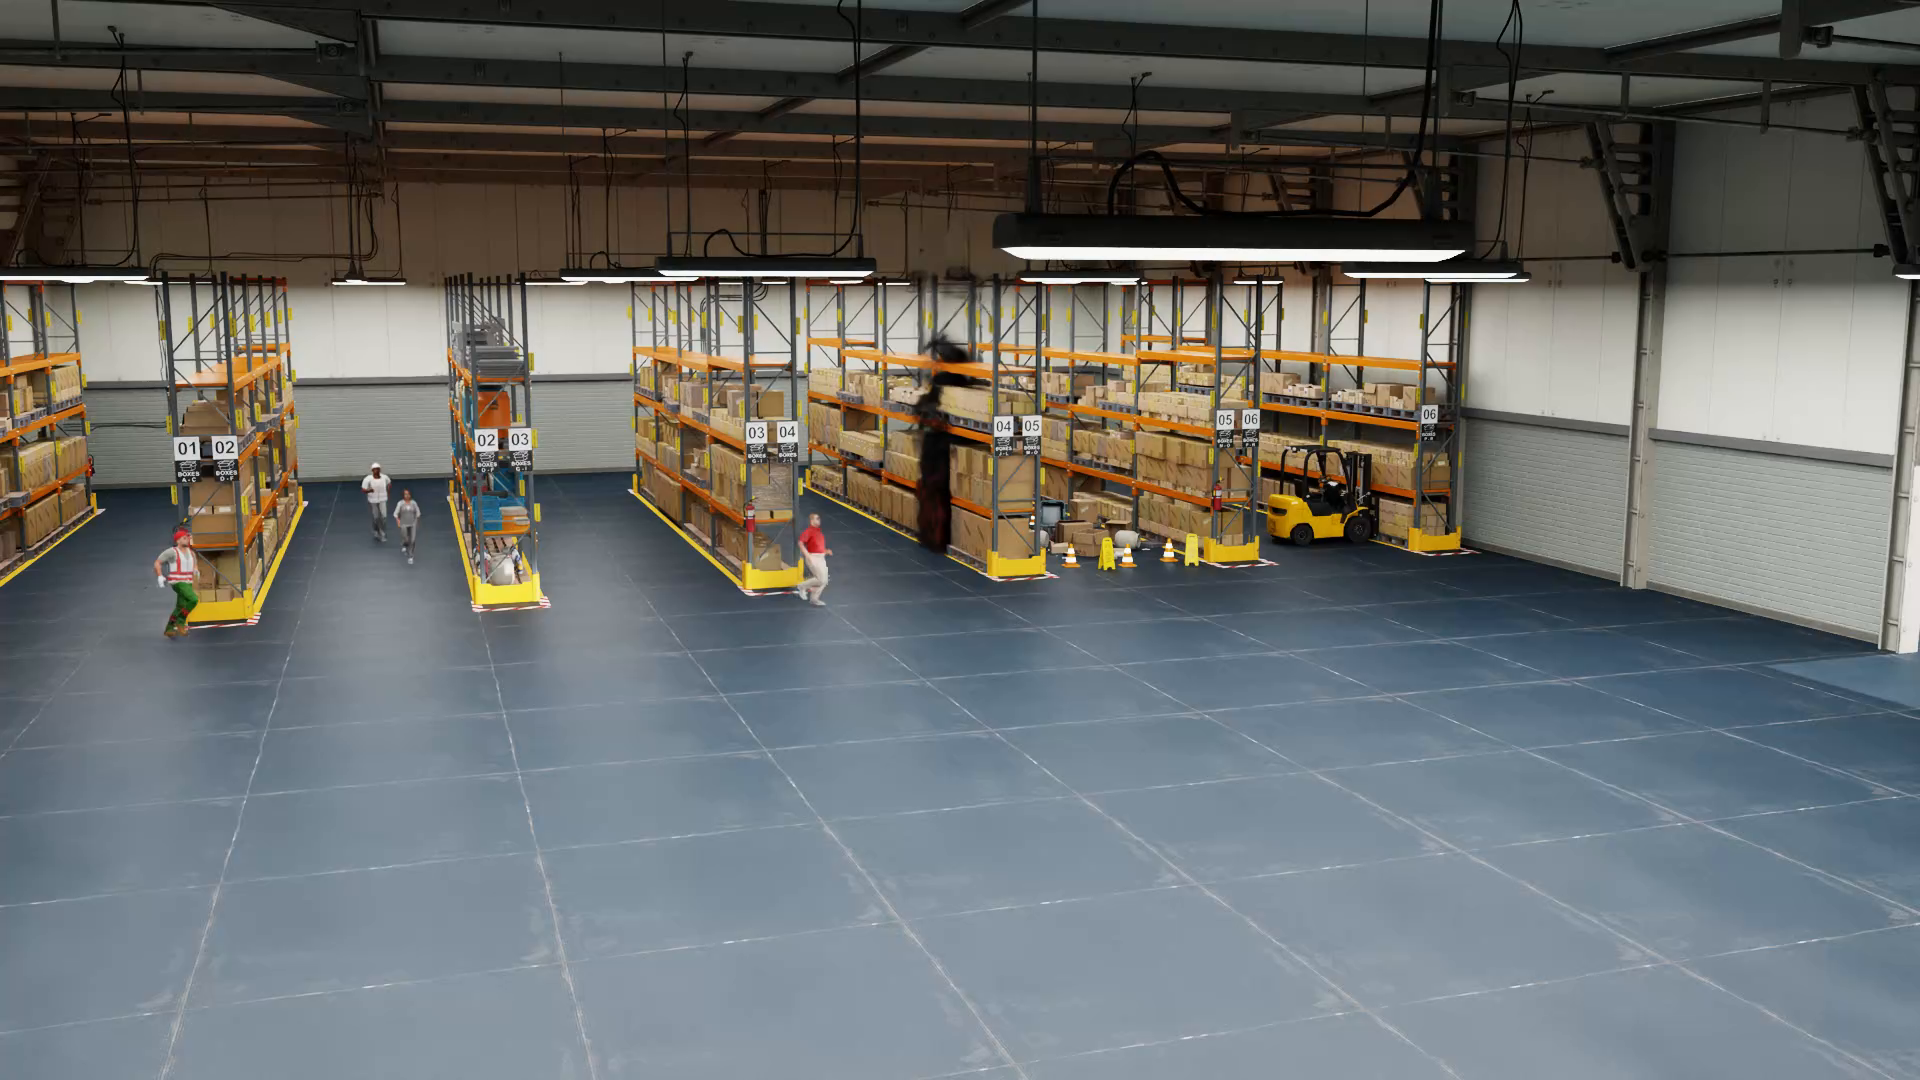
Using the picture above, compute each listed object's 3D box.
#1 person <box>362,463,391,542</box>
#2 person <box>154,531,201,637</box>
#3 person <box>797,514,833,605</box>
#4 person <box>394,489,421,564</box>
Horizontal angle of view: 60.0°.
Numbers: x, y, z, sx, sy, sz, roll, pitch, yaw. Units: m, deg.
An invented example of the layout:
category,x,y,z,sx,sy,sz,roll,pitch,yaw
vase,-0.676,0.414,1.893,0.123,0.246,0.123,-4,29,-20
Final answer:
category,x,y,z,sx,sy,sz,roll,pitch,yaw
person,-13.262,-0.851,37.904,0.687,1.815,0.719,-4,10,-27
person,-12.832,0.713,27.500,0.651,1.715,0.695,2,9,15
person,-2.634,0.356,30.241,0.602,1.683,0.675,3,9,18
person,-11.591,-0.293,34.927,0.538,1.557,0.549,-4,10,-27
